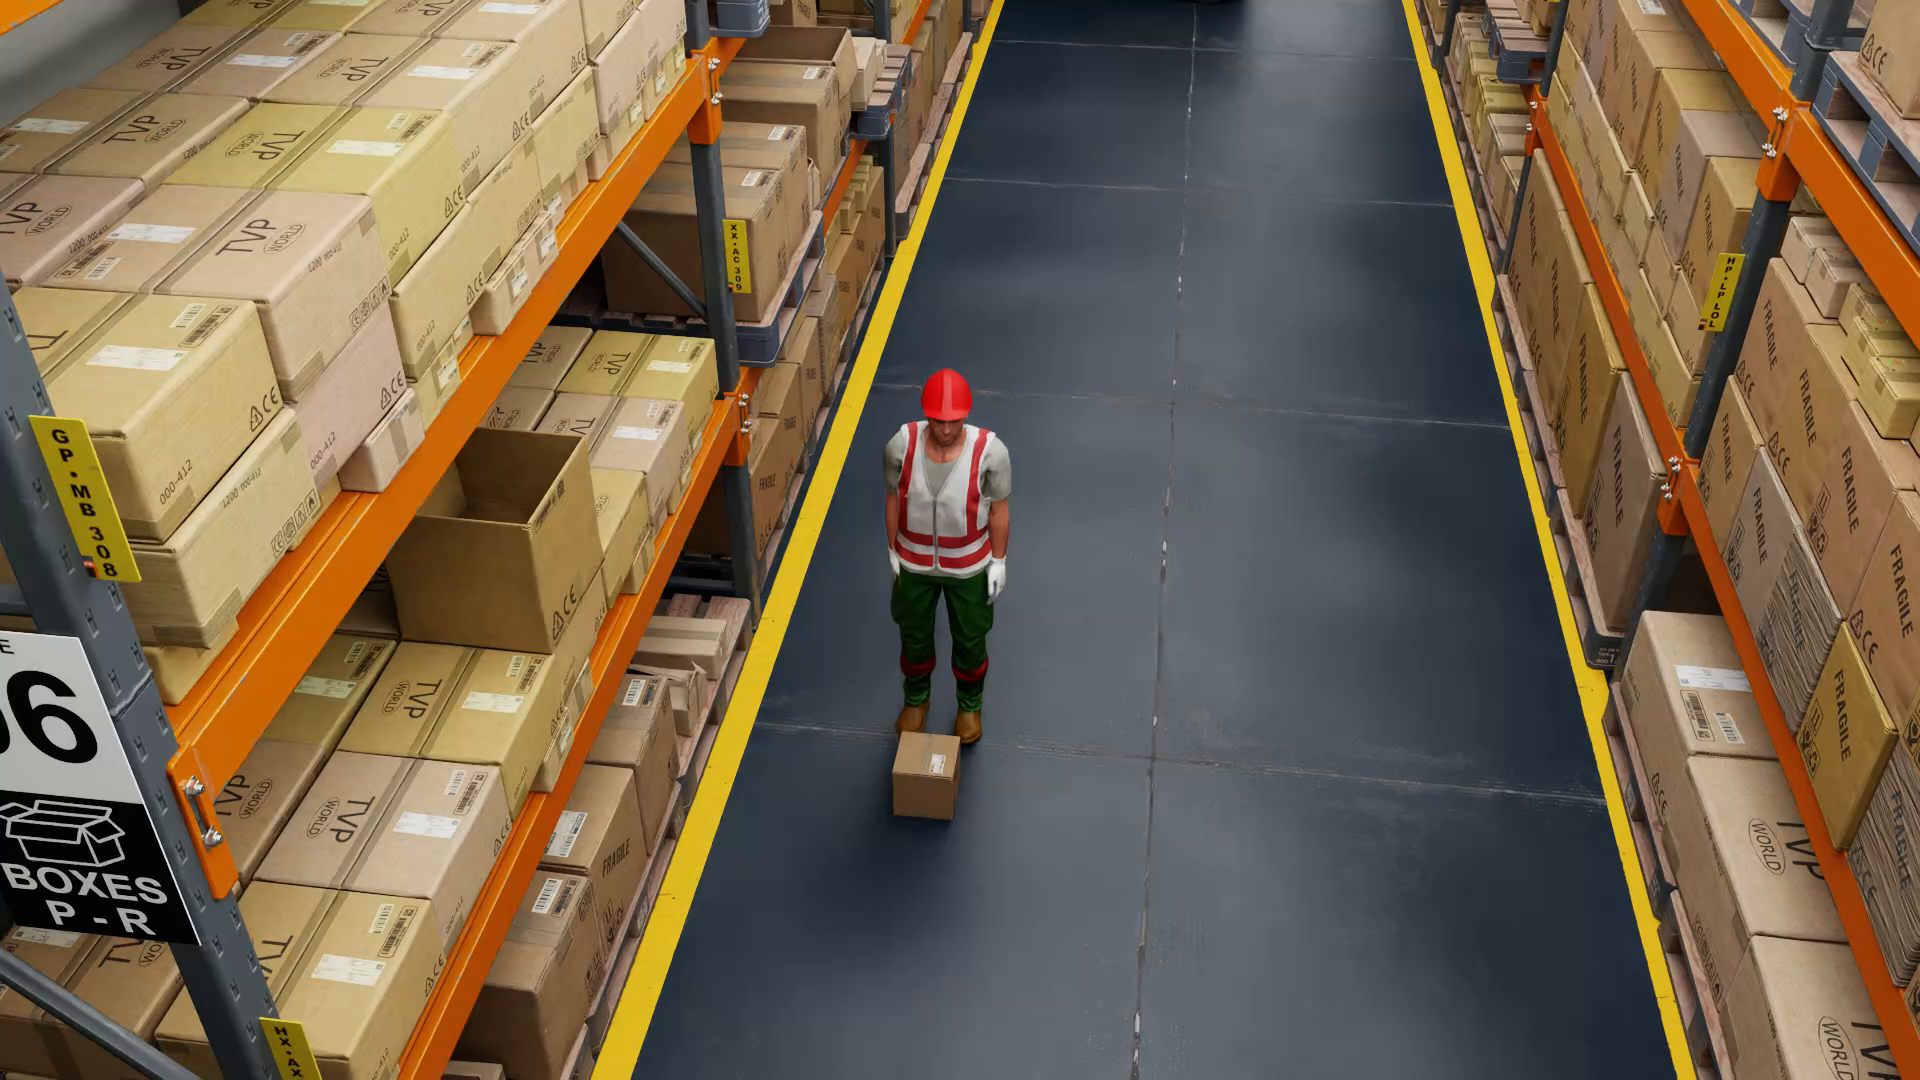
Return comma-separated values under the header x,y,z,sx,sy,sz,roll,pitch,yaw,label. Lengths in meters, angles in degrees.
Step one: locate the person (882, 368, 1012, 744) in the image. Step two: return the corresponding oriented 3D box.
x,y,z,sx,sy,sz,roll,pitch,yaw,label
-0.058,0.084,6.911,0.526,1.784,0.339,5,36,7,person
